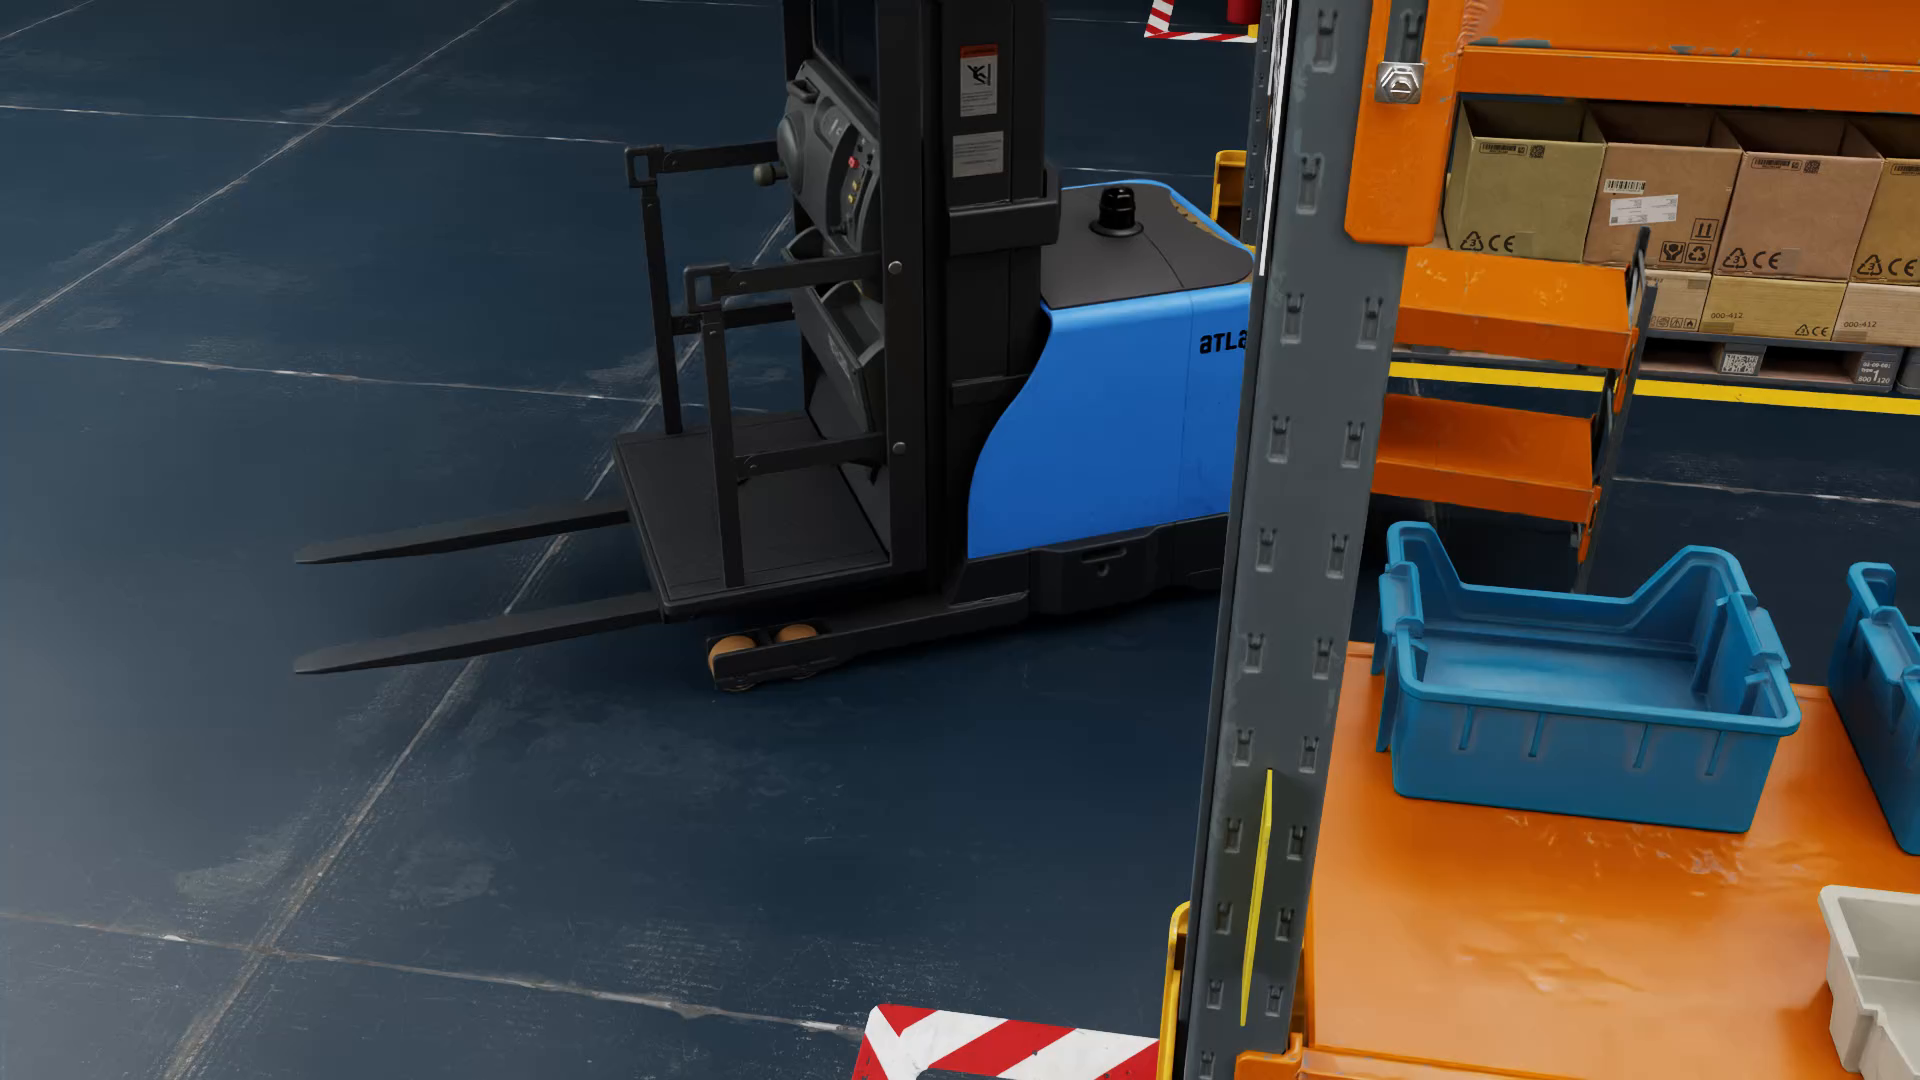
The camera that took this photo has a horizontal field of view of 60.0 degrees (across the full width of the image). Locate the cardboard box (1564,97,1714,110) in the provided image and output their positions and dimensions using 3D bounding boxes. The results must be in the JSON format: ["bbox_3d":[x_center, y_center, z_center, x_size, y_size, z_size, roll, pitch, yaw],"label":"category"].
[{"bbox_3d":[2.853,-1.688,7.108,0.500,0.500,0.500,5,32,8],"label":"cardboard box"}]

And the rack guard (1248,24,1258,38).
[{"bbox_3d":[2.190,-3.856,11.440,0.348,0.500,1.175,5,32,8],"label":"rack guard"}]

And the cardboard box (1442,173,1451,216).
[{"bbox_3d":[2.359,-1.412,7.375,0.500,0.250,0.500,5,32,8],"label":"cardboard box"}]

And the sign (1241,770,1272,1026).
[{"bbox_3d":[0.352,0.429,1.977,0.005,0.325,0.100,5,32,8],"label":"sign"}]

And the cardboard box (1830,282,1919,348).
[{"bbox_3d":[3.748,-1.001,6.717,0.500,0.250,0.500,5,32,8],"label":"cardboard box"}]

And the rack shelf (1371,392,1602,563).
[{"bbox_3d":[1.585,-0.251,5.552,1.000,0.278,0.538,9,33,14],"label":"rack shelf"}]

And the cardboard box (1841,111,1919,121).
[{"bbox_3d":[3.838,-1.599,6.966,0.500,0.500,0.500,5,32,8],"label":"cardboard box"}]

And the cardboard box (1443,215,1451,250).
[{"bbox_3d":[2.270,-1.137,6.935,0.500,0.250,0.500,5,32,8],"label":"cardboard box"}]

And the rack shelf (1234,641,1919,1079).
[{"bbox_3d":[2.420,0.742,2.415,4.000,0.370,1.077,5,32,8],"label":"rack shelf"}]

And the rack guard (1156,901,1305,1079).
[{"bbox_3d":[0.532,1.301,3.201,0.348,0.500,1.175,5,32,8],"label":"rack guard"}]

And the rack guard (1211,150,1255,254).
[{"bbox_3d":[1.262,-1.274,7.314,0.348,0.500,1.175,5,32,8],"label":"rack guard"}]

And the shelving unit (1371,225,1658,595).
[{"bbox_3d":[1.585,-0.459,5.423,1.048,1.125,0.538,9,33,14],"label":"shelving unit"}]

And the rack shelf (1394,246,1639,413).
[{"bbox_3d":[1.585,-0.707,5.267,1.000,0.278,0.538,9,33,14],"label":"rack shelf"}]

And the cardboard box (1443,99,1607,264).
[{"bbox_3d":[2.270,-1.454,6.735,0.500,0.500,0.500,5,32,8],"label":"cardboard box"}]

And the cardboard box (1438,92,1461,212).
[{"bbox_3d":[1.864,-1.770,7.239,0.500,0.500,0.500,5,32,8],"label":"cardboard box"}]

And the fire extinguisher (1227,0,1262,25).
[{"bbox_3d":[1.247,-2.552,7.073,0.183,0.674,0.296,5,32,8],"label":"fire extinguisher"}]

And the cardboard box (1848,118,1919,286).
[{"bbox_3d":[3.750,-1.325,6.529,0.500,0.500,0.500,5,32,8],"label":"cardboard box"}]

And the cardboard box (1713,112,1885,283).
[{"bbox_3d":[3.255,-1.362,6.588,0.500,0.500,0.500,5,32,8],"label":"cardboard box"}]

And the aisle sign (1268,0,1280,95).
[{"bbox_3d":[0.428,-1.005,2.078,0.004,0.787,0.394,5,32,8],"label":"aisle sign"}]

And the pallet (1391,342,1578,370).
[{"bbox_3d":[2.047,-1.103,7.313,1.213,0.211,1.003,5,32,8],"label":"pallet"}]

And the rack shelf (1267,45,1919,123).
[{"bbox_3d":[3.257,-1.848,6.553,4.000,0.370,1.077,5,32,8],"label":"rack shelf"}]

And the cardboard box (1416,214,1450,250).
[{"bbox_3d":[1.777,-1.180,7.003,0.500,0.250,0.500,5,32,8],"label":"cardboard box"}]

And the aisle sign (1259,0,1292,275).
[{"bbox_3d":[0.328,-0.696,1.585,0.004,0.787,0.394,5,32,8],"label":"aisle sign"}]

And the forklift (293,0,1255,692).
[{"bbox_3d":[-0.566,-1.101,4.746,3.031,2.935,1.130,-10,33,-16],"label":"forklift"}]

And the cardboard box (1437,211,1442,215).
[{"bbox_3d":[1.864,-1.451,7.436,0.500,0.250,0.500,5,32,8],"label":"cardboard box"}]

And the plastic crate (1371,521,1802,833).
[{"bbox_3d":[0.992,0.210,2.727,0.616,0.251,0.499,5,32,8],"label":"plastic crate"}]

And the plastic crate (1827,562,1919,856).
[{"bbox_3d":[1.632,0.271,2.630,0.408,0.251,0.499,5,32,8],"label":"plastic crate"}]

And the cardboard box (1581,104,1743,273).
[{"bbox_3d":[2.765,-1.416,6.674,0.500,0.500,0.500,5,32,8],"label":"cardboard box"}]

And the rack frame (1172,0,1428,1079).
[{"bbox_3d":[0.448,0.261,2.506,0.053,2.616,0.949,5,32,8],"label":"rack frame"}]

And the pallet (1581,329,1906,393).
[{"bbox_3d":[3.246,-0.993,7.137,1.213,0.211,1.003,5,32,8],"label":"pallet"}]

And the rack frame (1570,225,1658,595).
[{"bbox_3d":[2.071,-0.380,5.297,0.032,1.125,0.500,9,33,14],"label":"rack frame"}]

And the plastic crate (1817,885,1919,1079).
[{"bbox_3d":[1.277,0.619,2.183,0.250,0.136,0.298,5,32,8],"label":"plastic crate"}]

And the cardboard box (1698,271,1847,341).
[{"bbox_3d":[3.255,-1.045,6.788,0.500,0.250,0.500,5,32,8],"label":"cardboard box"}]

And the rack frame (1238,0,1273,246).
[{"bbox_3d":[1.286,-2.331,6.648,0.127,3.000,1.000,5,32,8],"label":"rack frame"}]

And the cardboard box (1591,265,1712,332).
[{"bbox_3d":[2.763,-1.092,6.863,0.500,0.250,0.500,5,32,8],"label":"cardboard box"}]

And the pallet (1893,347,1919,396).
[{"bbox_3d":[4.452,-0.885,6.965,1.213,0.211,1.003,5,32,8],"label":"pallet"}]

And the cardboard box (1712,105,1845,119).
[{"bbox_3d":[3.345,-1.643,7.036,0.500,0.500,0.500,5,32,8],"label":"cardboard box"}]

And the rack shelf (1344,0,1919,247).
[{"bbox_3d":[2.420,-0.529,1.619,4.000,0.370,1.077,5,32,8],"label":"rack shelf"}]
